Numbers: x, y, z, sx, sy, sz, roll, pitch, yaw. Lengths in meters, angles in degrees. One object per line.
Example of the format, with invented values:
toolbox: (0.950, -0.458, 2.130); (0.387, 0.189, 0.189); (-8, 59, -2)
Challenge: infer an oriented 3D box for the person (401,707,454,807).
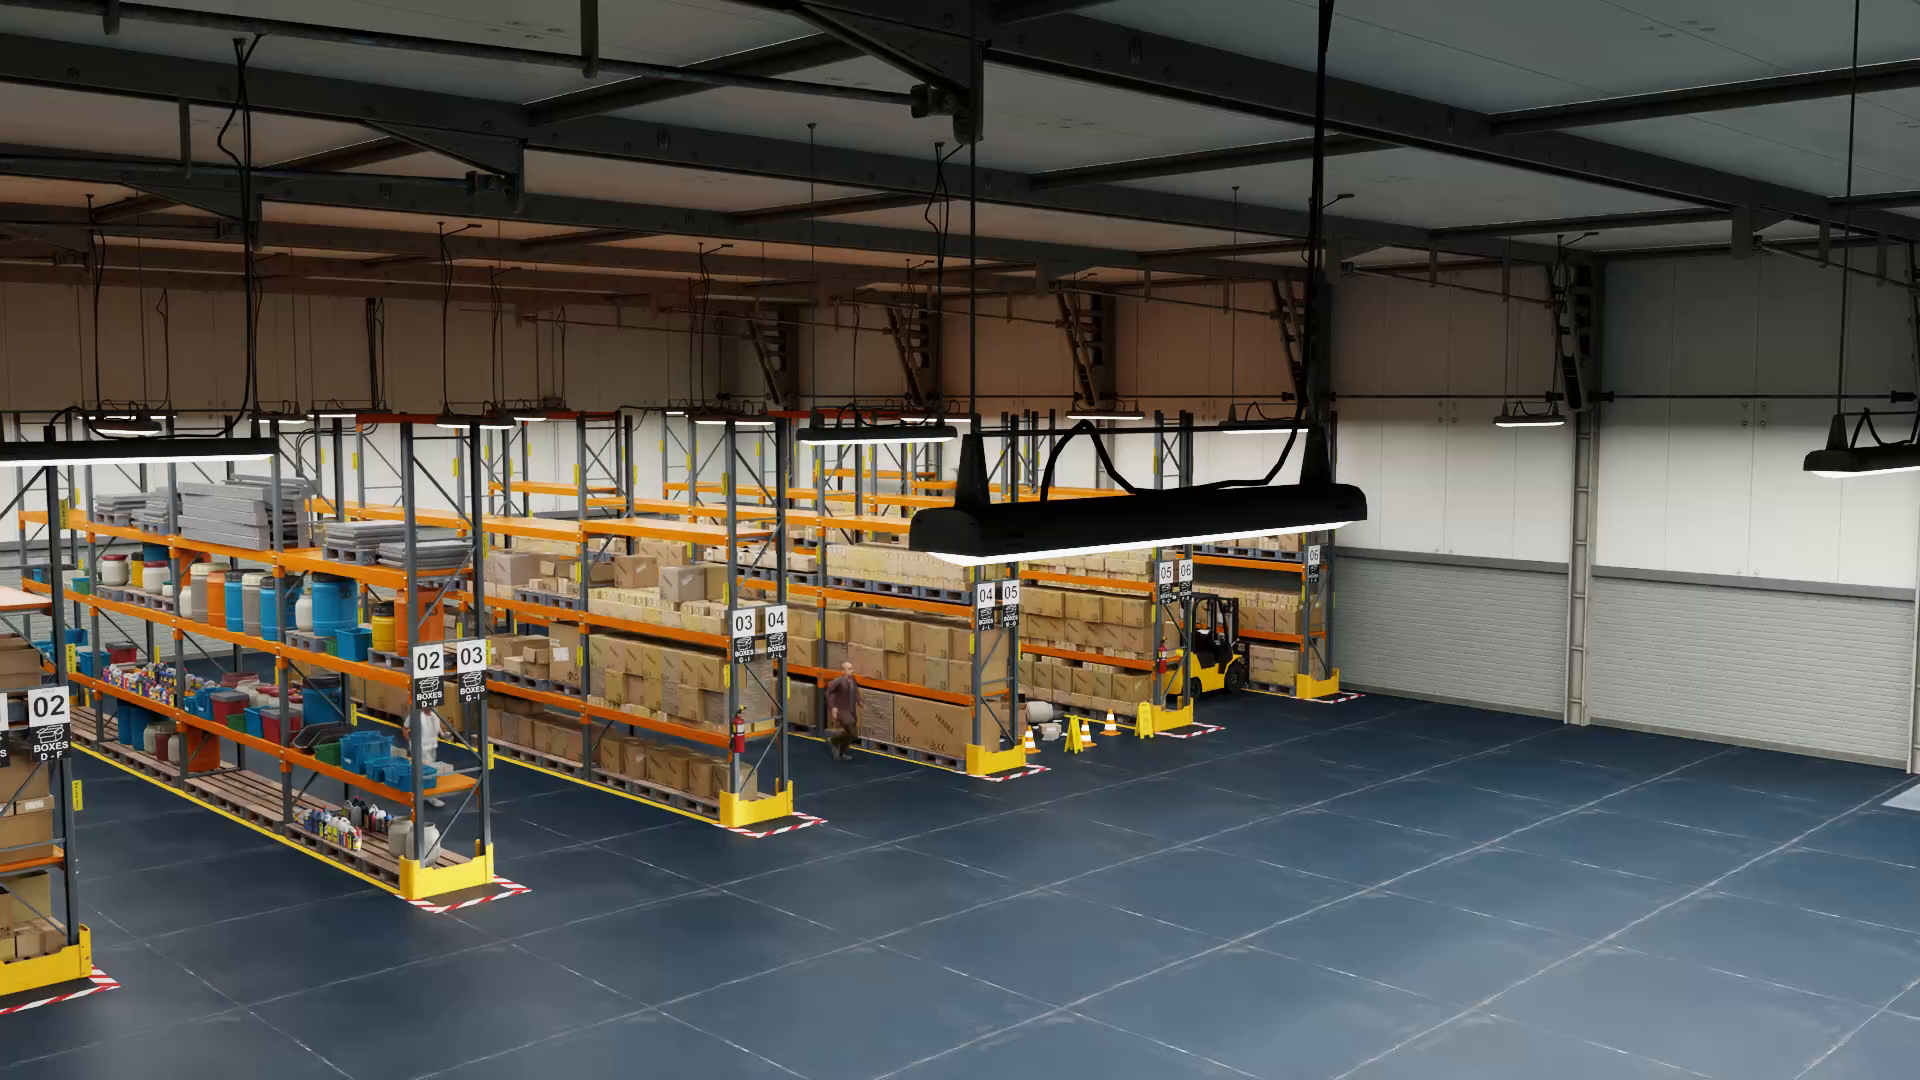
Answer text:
person: (-8.332, 3.223, 25.766); (0.833, 1.757, 0.665); (2, 5, 23)

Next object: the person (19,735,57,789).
person: (-13.920, 3.320, 25.302); (0.624, 1.633, 0.555); (5, 7, 43)

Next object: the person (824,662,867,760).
person: (-1.946, 2.970, 28.737); (0.672, 1.722, 0.700); (3, 6, 35)
